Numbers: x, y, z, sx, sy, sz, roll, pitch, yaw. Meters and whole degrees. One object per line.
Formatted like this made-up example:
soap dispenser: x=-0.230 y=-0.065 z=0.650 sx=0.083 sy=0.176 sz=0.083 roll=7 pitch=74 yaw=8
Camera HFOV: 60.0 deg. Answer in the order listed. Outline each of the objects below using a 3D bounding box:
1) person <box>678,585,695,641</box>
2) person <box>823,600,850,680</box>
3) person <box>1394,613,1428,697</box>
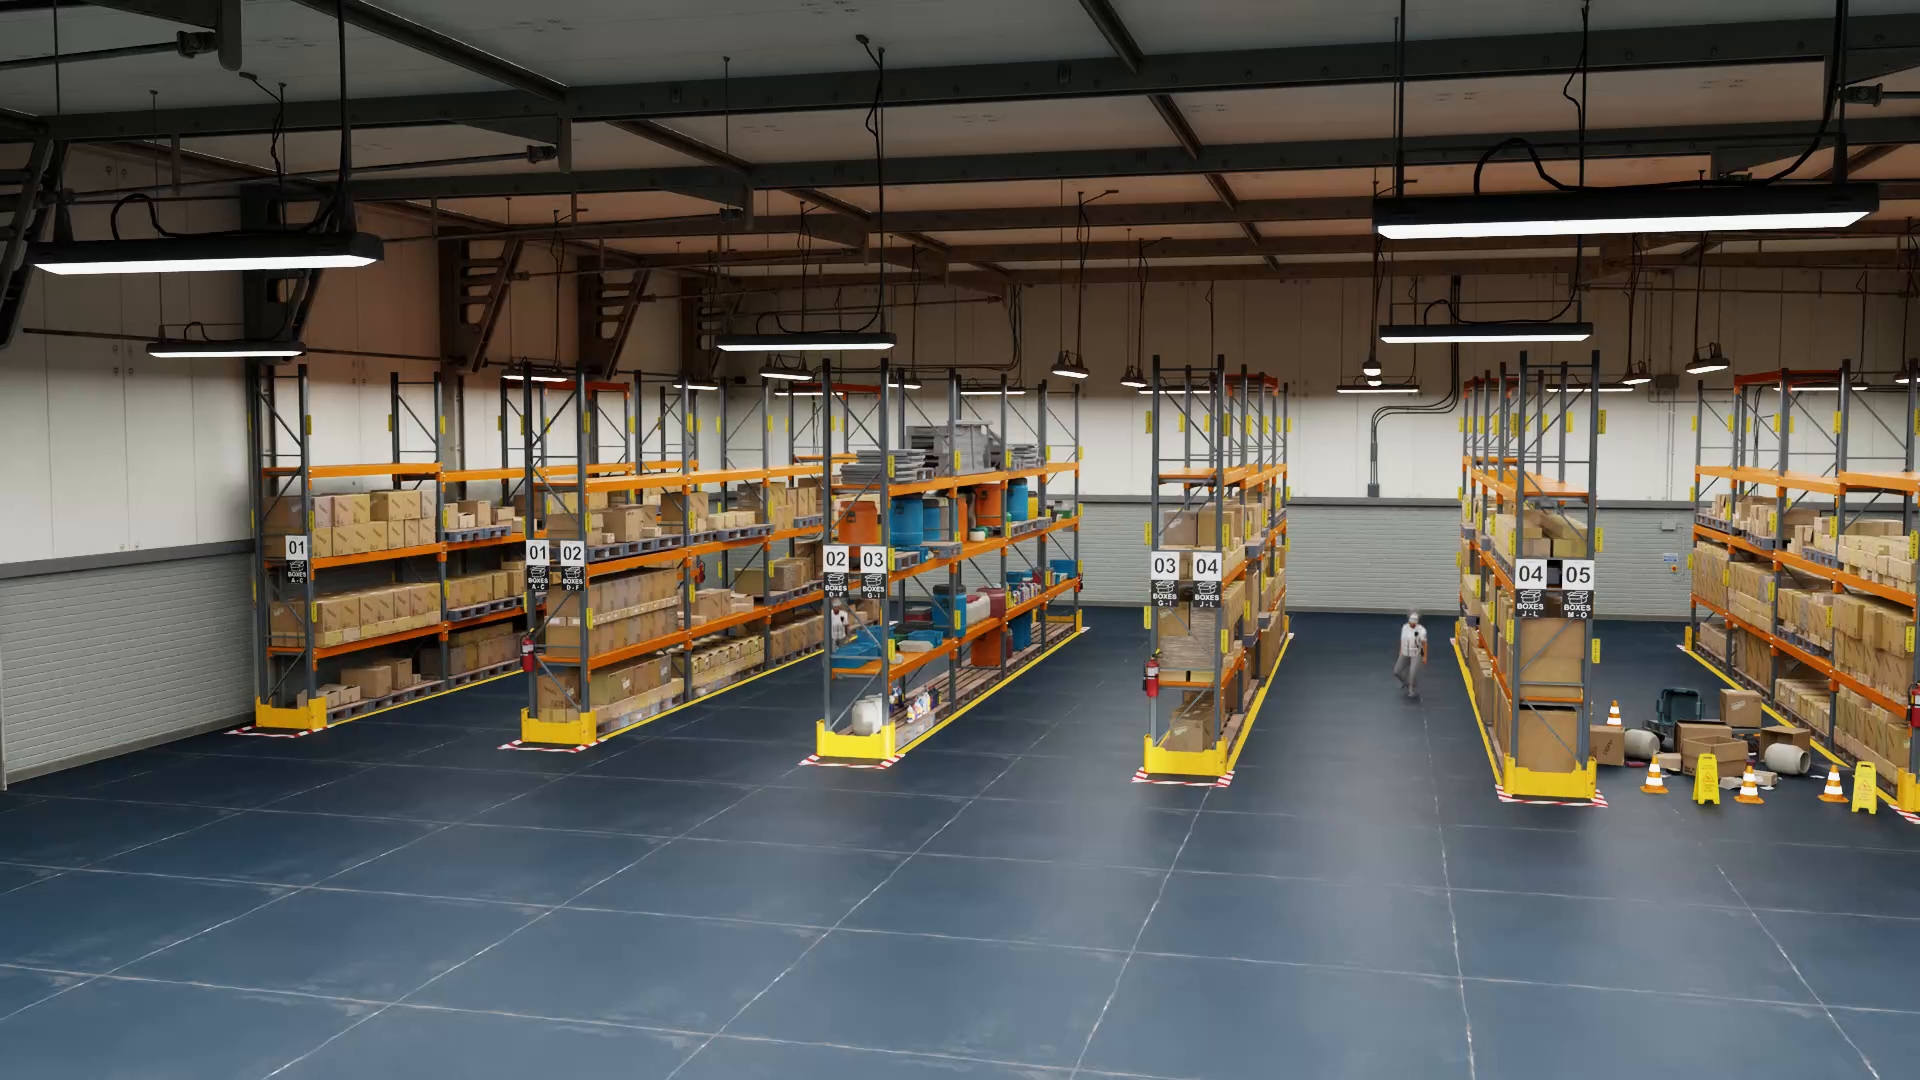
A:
person: x=-5.831 y=1.706 z=35.914 sx=0.569 sy=1.699 sz=0.898 roll=1 pitch=4 yaw=20
person: x=-2.426 y=1.950 z=32.884 sx=0.590 sy=1.620 sz=0.778 roll=-1 pitch=4 yaw=-18
person: x=8.294 y=2.101 z=30.552 sx=0.763 sy=1.582 sz=0.678 roll=3 pitch=5 yaw=41
